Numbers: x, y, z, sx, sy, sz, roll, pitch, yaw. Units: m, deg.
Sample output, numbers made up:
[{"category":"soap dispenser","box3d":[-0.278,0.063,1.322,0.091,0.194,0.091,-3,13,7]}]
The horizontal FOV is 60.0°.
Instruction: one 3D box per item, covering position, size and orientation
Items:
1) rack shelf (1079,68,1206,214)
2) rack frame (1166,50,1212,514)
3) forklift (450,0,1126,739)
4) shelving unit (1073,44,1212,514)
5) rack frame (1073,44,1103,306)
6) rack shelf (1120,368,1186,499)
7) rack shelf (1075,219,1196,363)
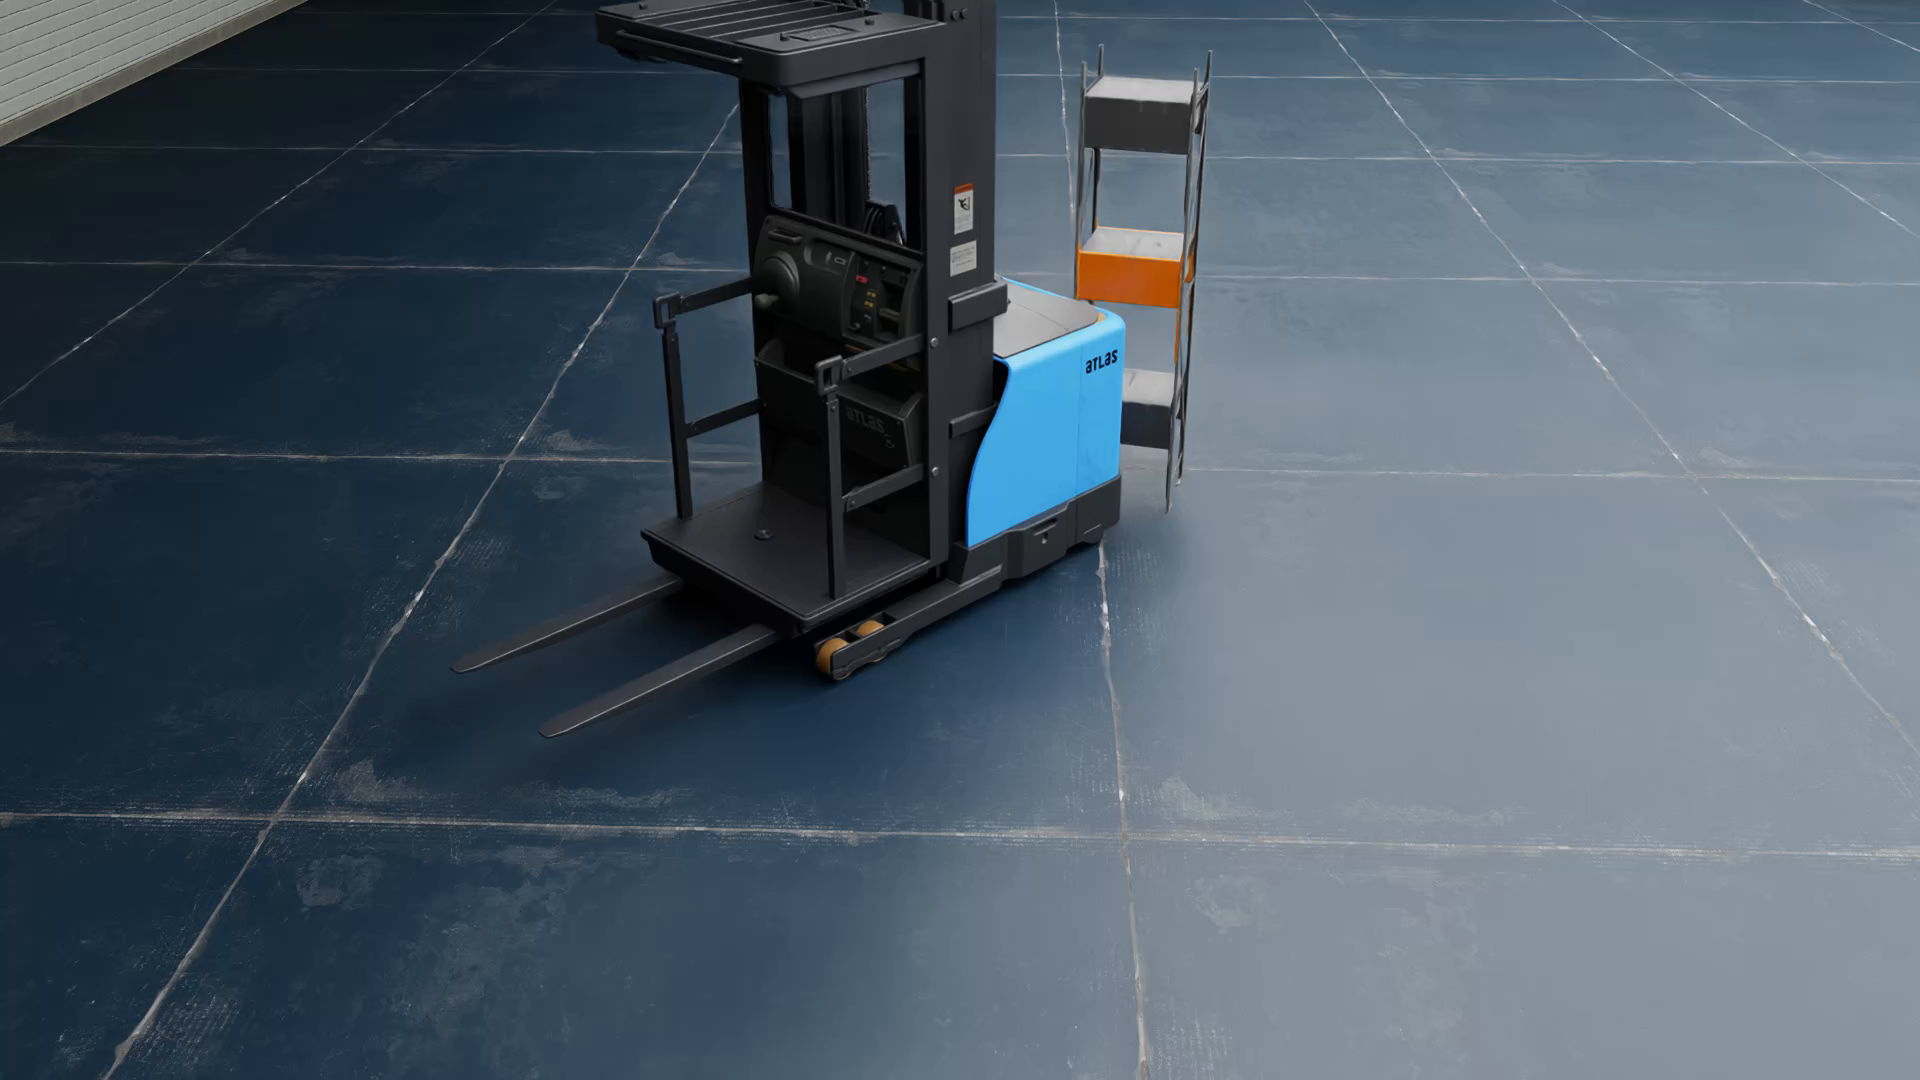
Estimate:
[{"category":"rack shelf","box3d":[0.816,-1.783,7.406,0.480,0.518,0.431,8,29,14]},{"category":"rack frame","box3d":[1.051,-1.145,7.668,0.015,2.100,0.400,8,29,14]},{"category":"forklift","box3d":[-0.648,-1.004,6.515,1.130,2.935,3.031,25,37,38]},{"category":"shelving unit","box3d":[0.816,-1.177,7.728,0.503,2.100,0.431,8,29,14]},{"category":"rack frame","box3d":[0.582,-1.208,7.788,0.015,2.100,0.400,8,29,14]},{"category":"rack shelf","box3d":[0.816,-0.546,8.062,0.480,0.518,0.431,8,29,14]},{"category":"rack shelf","box3d":[0.816,-1.165,7.734,0.480,0.518,0.431,8,29,14]}]
